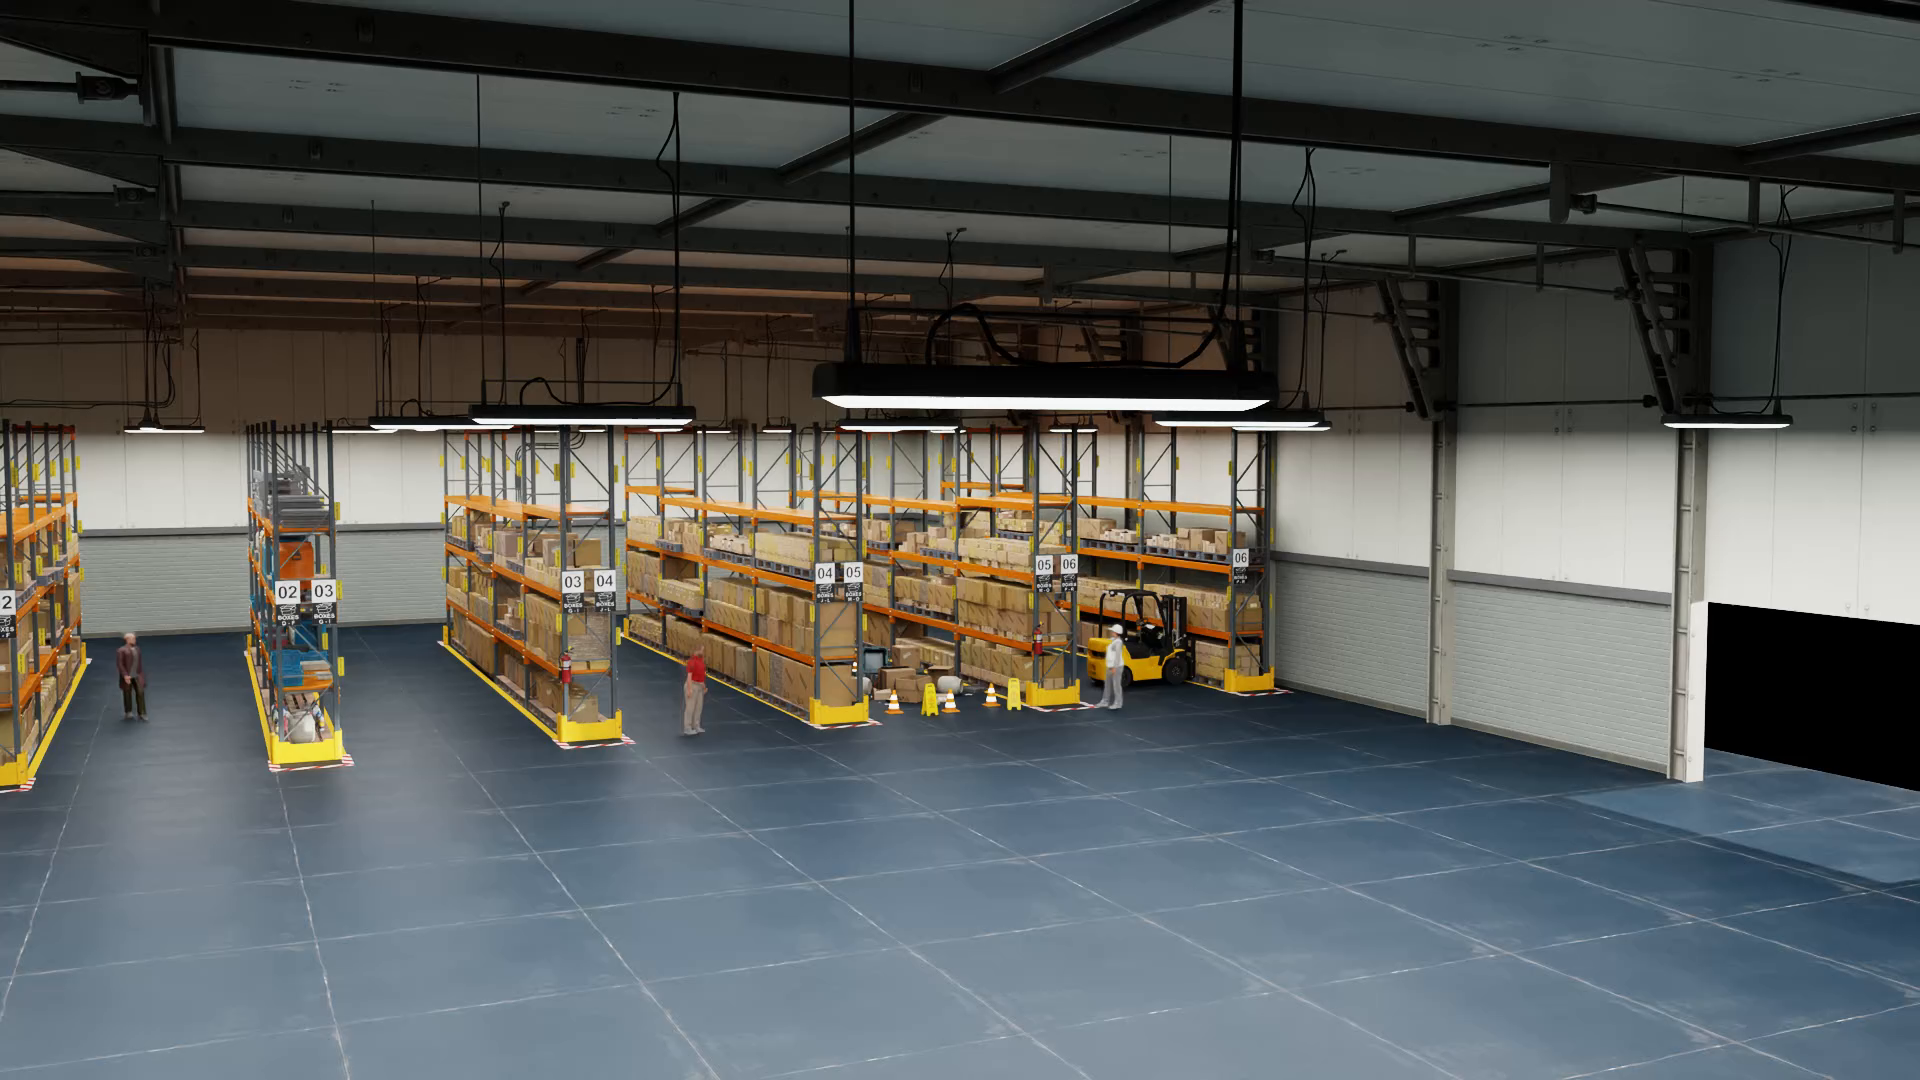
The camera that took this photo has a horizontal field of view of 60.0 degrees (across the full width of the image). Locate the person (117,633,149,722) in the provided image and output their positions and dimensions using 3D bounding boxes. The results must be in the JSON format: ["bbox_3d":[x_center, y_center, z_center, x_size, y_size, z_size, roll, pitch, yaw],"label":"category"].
[{"bbox_3d":[-16.621,2.741,33.363,0.540,1.739,1.024,-2,4,-35],"label":"person"}]

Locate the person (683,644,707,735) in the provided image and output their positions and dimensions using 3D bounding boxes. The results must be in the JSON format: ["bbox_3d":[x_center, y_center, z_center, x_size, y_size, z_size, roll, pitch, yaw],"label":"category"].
[{"bbox_3d":[-5.107,2.863,32.010,0.412,1.732,0.583,1,4,14],"label":"person"}]

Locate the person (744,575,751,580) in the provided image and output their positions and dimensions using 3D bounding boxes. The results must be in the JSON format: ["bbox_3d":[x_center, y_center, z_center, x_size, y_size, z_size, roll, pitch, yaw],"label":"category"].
[{"bbox_3d":[-6.274,1.862,48.718,0.516,1.714,0.426,1,4,21],"label":"person"}]

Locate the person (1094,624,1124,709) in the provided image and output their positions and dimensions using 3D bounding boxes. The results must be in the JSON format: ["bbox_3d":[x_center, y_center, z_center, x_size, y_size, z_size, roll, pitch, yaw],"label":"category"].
[{"bbox_3d":[3.157,2.655,34.923,0.542,1.769,0.587,-1,4,-18],"label":"person"}]
